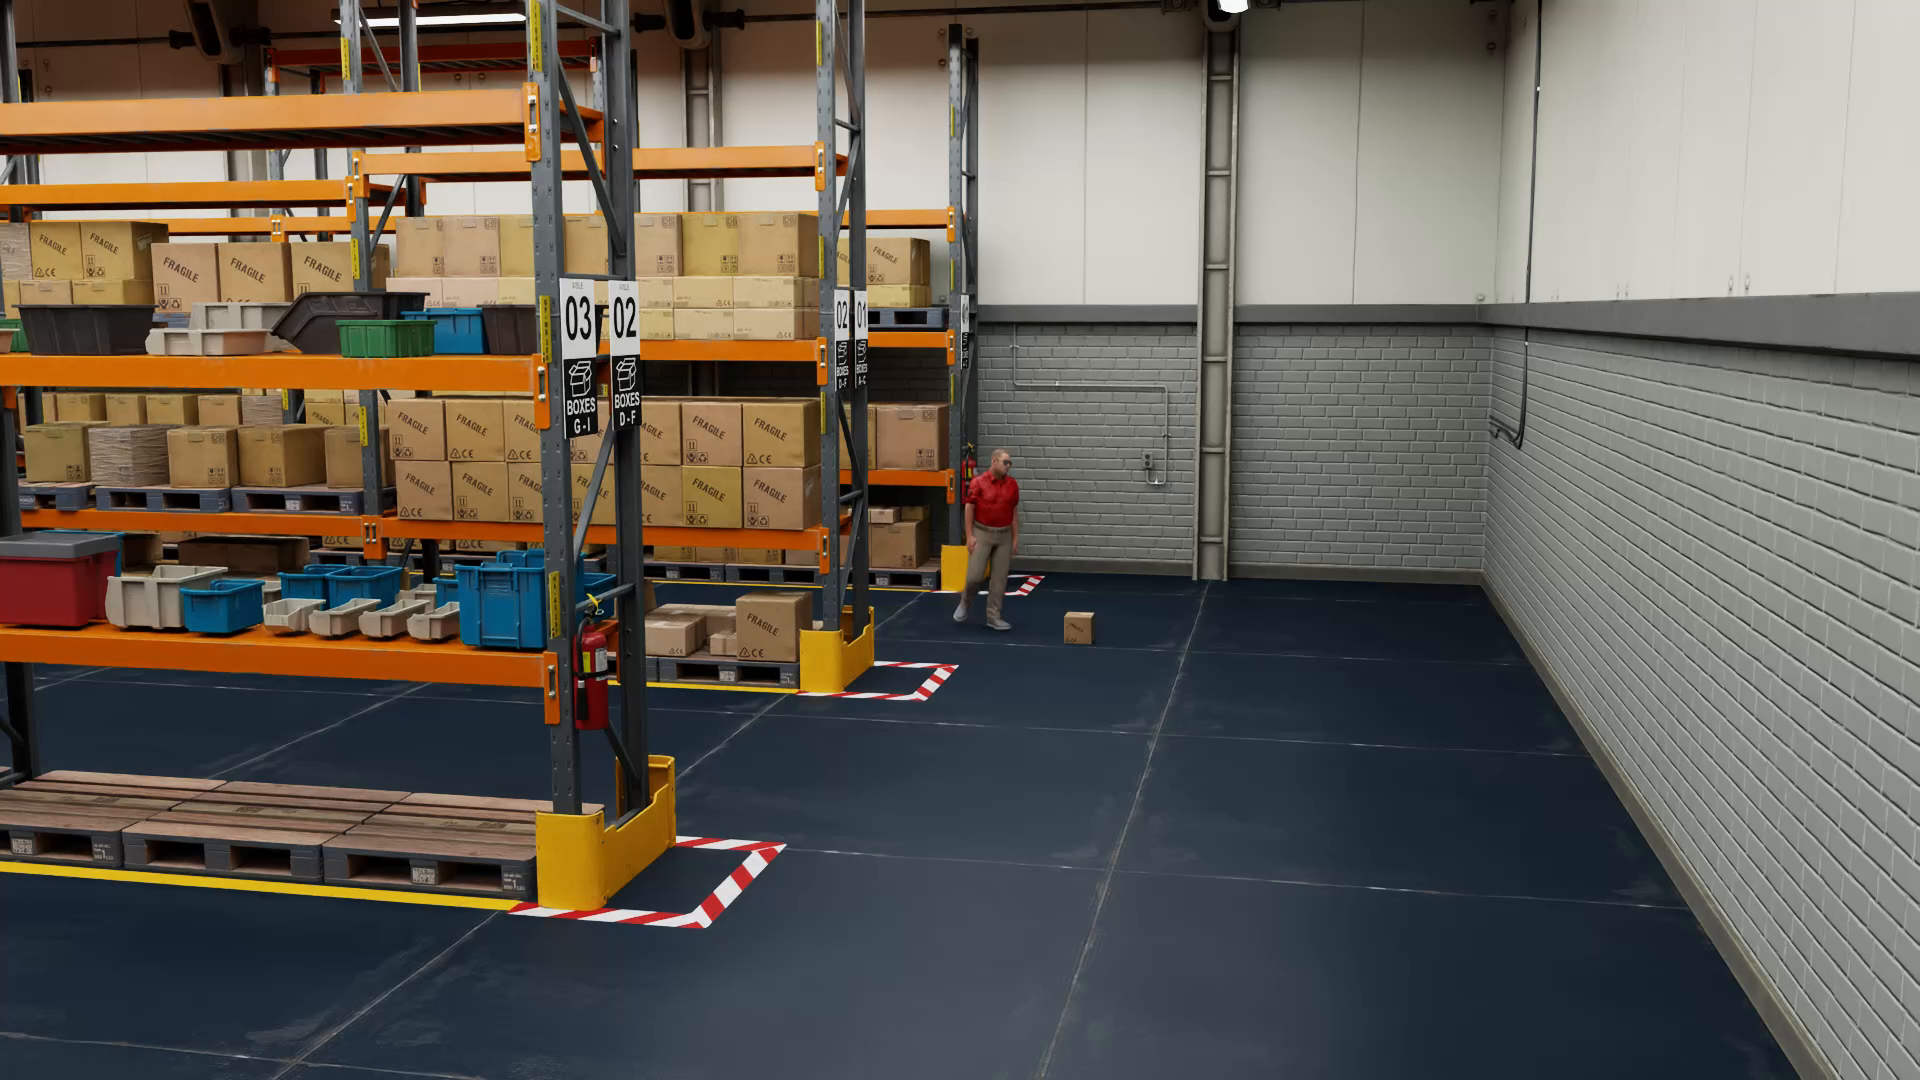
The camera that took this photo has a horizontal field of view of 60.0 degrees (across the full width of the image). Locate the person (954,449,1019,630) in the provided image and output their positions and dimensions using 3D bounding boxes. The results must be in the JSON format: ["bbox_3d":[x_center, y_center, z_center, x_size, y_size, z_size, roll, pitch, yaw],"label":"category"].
[{"bbox_3d":[0.261,-0.018,15.934,0.595,1.724,0.588,-4,9,-25],"label":"person"}]
